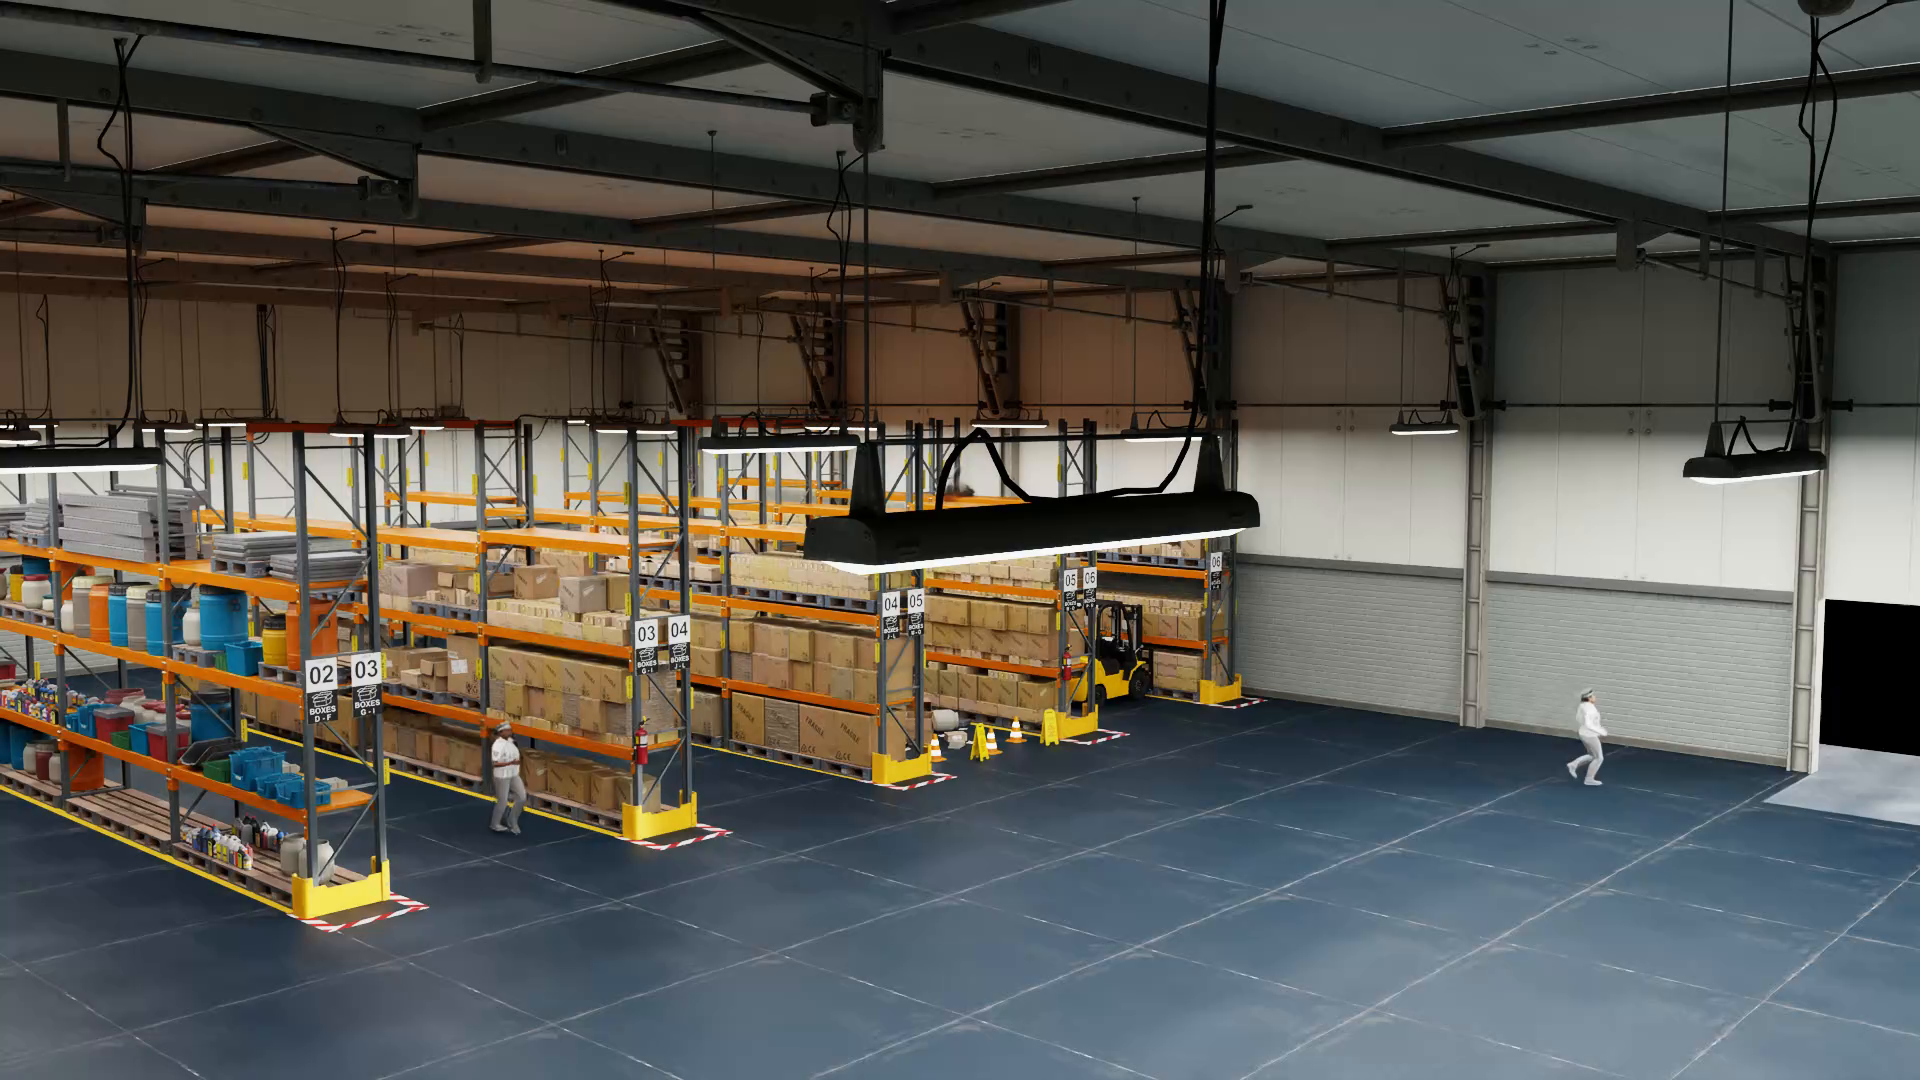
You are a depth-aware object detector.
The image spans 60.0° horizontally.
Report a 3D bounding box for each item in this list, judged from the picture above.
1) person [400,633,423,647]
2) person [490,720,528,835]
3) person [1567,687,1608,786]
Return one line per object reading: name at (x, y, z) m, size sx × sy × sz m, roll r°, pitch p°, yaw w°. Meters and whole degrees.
person at (-13.285, 2.294, 40.373) m, size 0.502 × 1.566 × 0.929 m, roll 0°, pitch 5°, yaw -5°
person at (-6.632, 3.498, 24.439) m, size 0.667 × 1.728 × 0.558 m, roll 3°, pitch 5°, yaw 30°
person at (10.417, 3.253, 27.610) m, size 0.578 × 1.641 × 0.613 m, roll 0°, pitch 5°, yaw 6°
